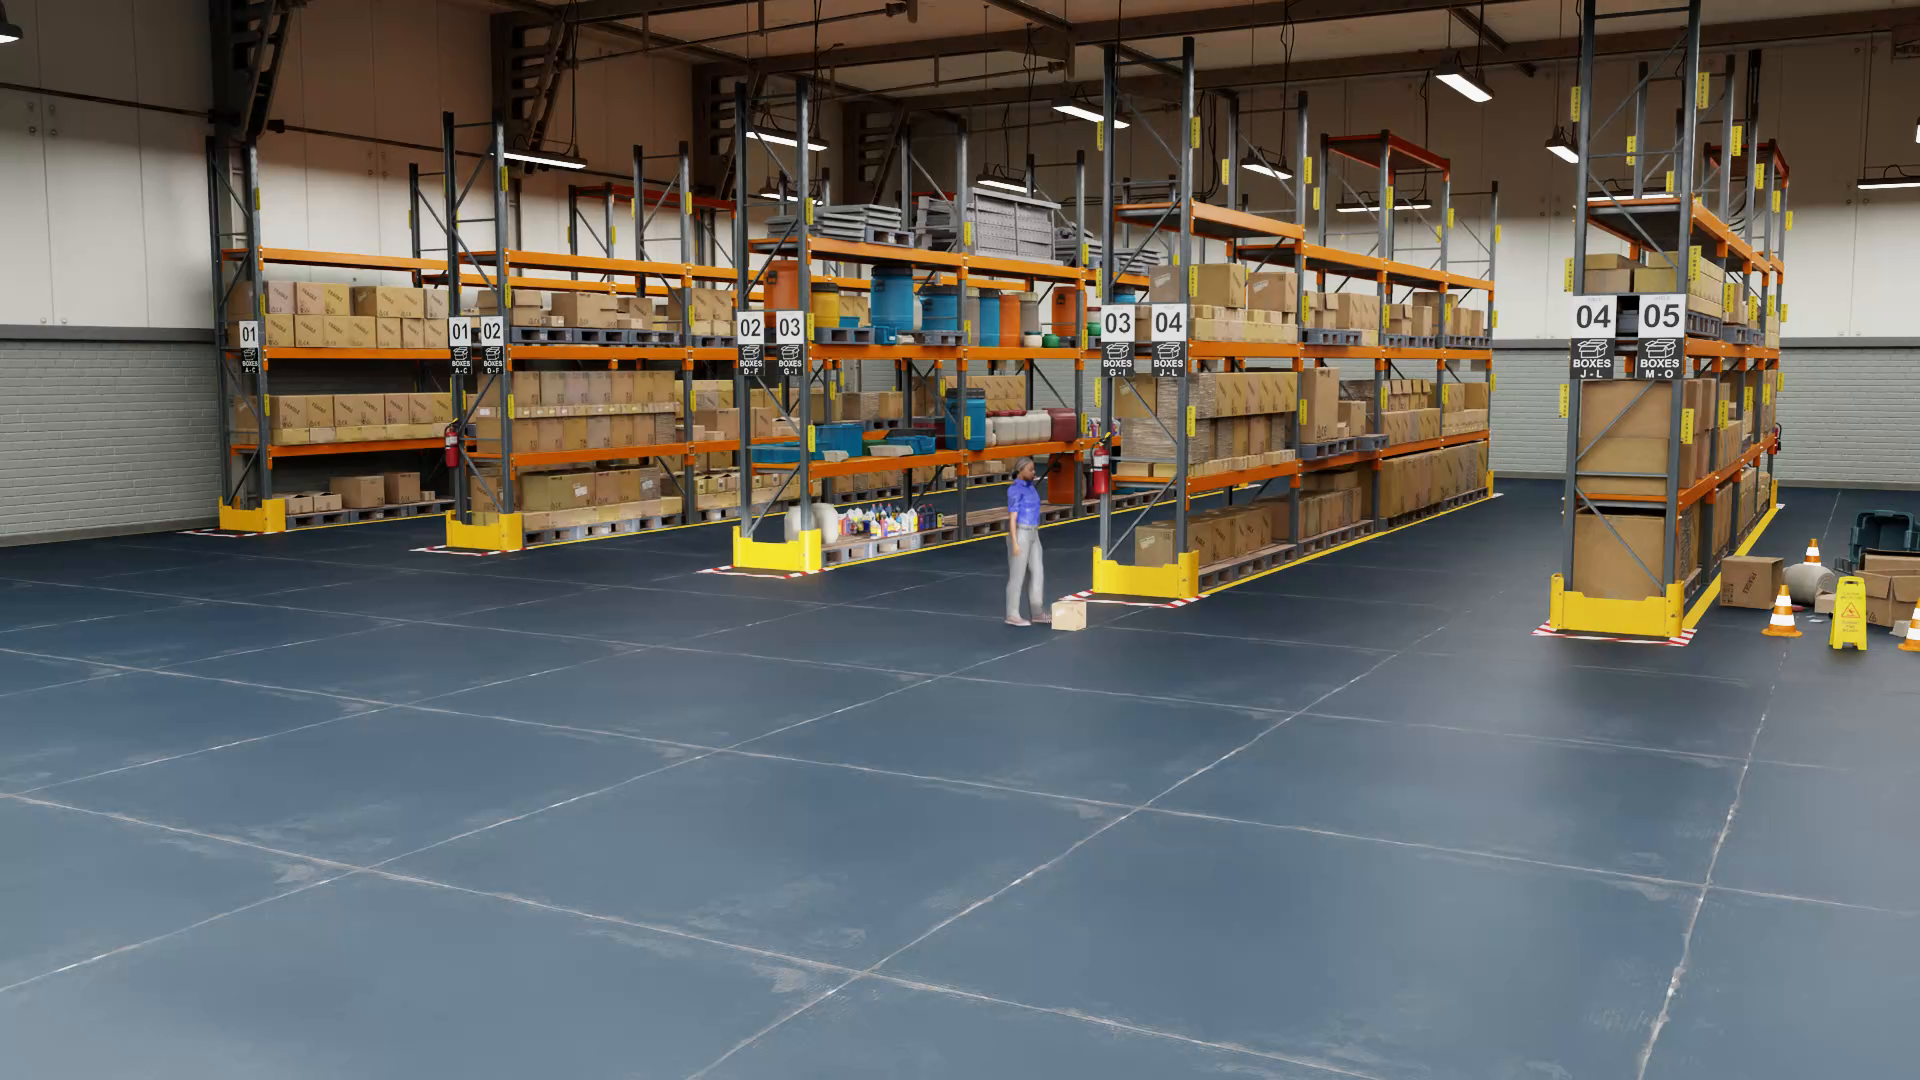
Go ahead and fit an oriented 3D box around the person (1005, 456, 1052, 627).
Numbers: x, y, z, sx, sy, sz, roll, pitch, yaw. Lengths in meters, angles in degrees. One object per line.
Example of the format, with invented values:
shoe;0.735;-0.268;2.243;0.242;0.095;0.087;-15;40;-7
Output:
person;0.697;0.010;16.279;0.472;1.658;0.456;3;7;29
